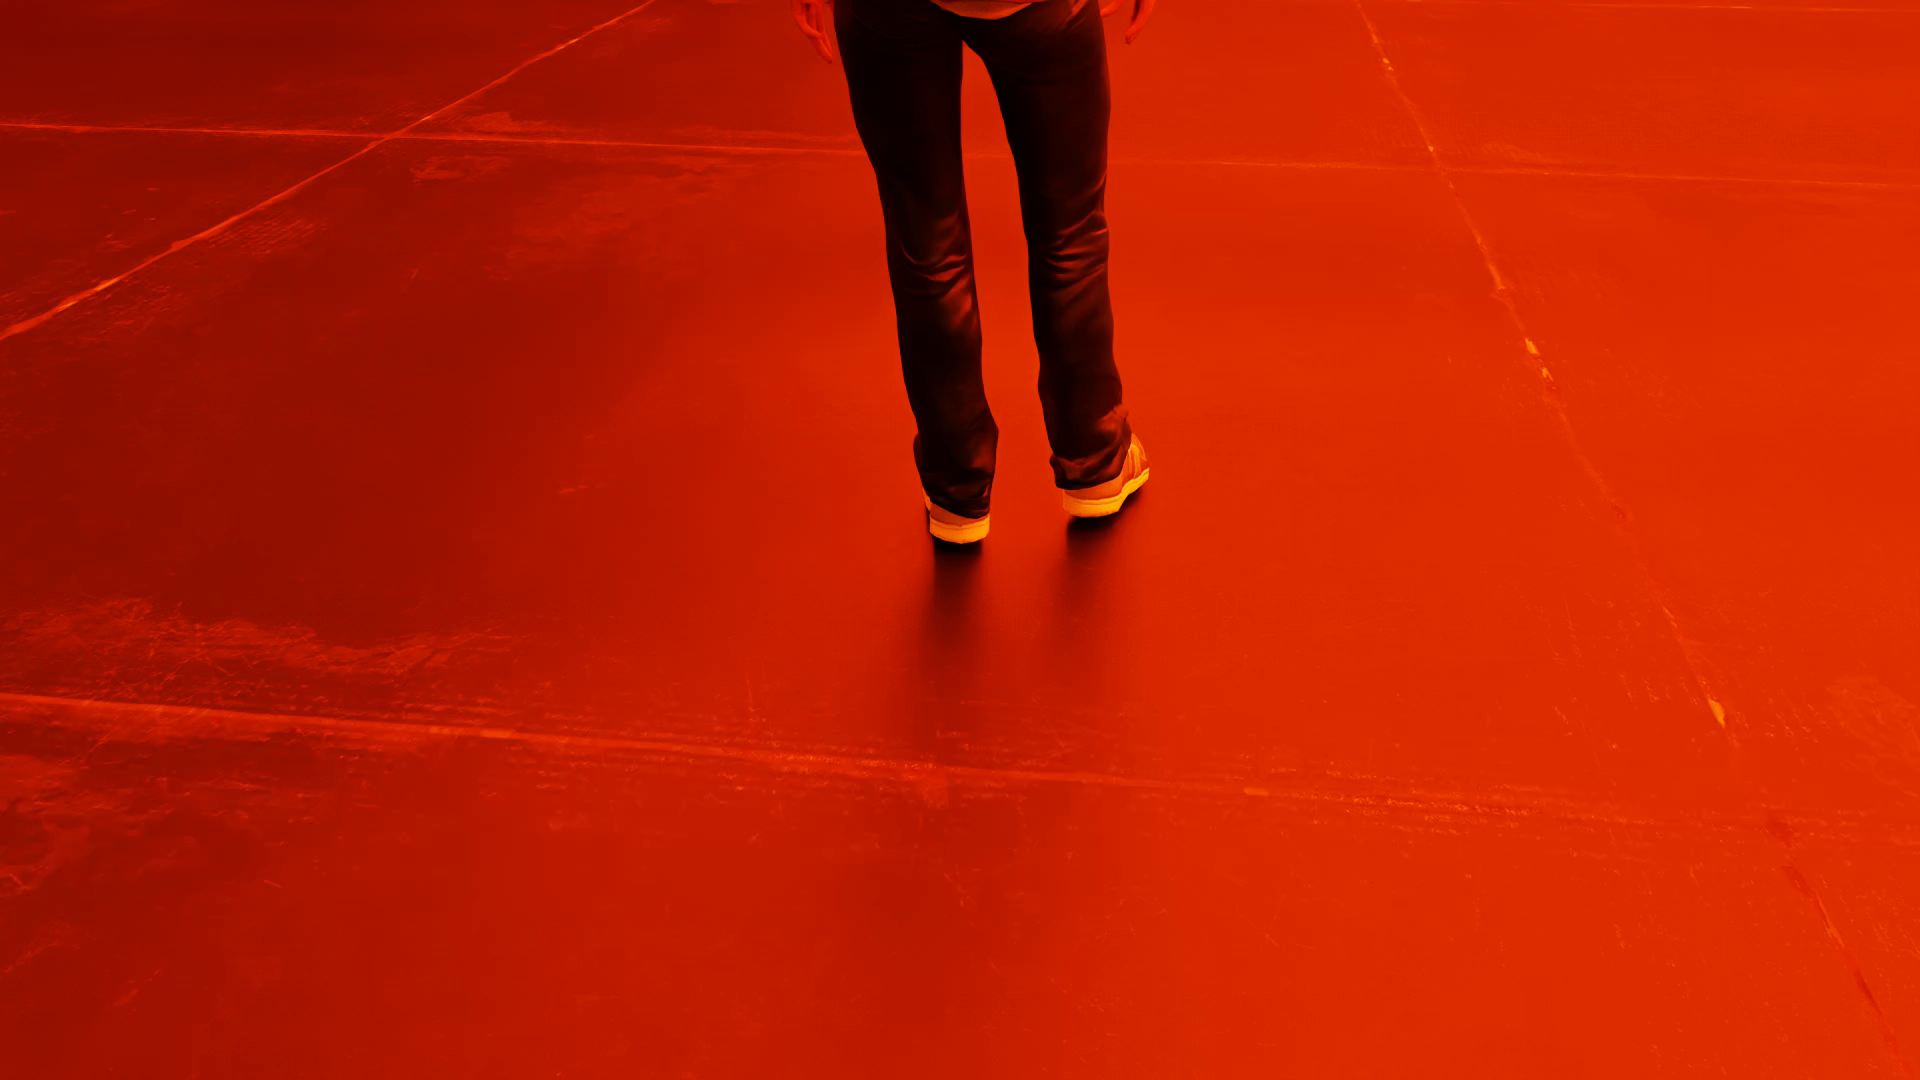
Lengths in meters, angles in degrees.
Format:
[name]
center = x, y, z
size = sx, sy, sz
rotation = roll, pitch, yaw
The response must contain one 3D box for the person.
[person]
center = 0.024, -0.754, 2.205
size = 0.520, 1.599, 0.473
rotation = 3, 27, 7
